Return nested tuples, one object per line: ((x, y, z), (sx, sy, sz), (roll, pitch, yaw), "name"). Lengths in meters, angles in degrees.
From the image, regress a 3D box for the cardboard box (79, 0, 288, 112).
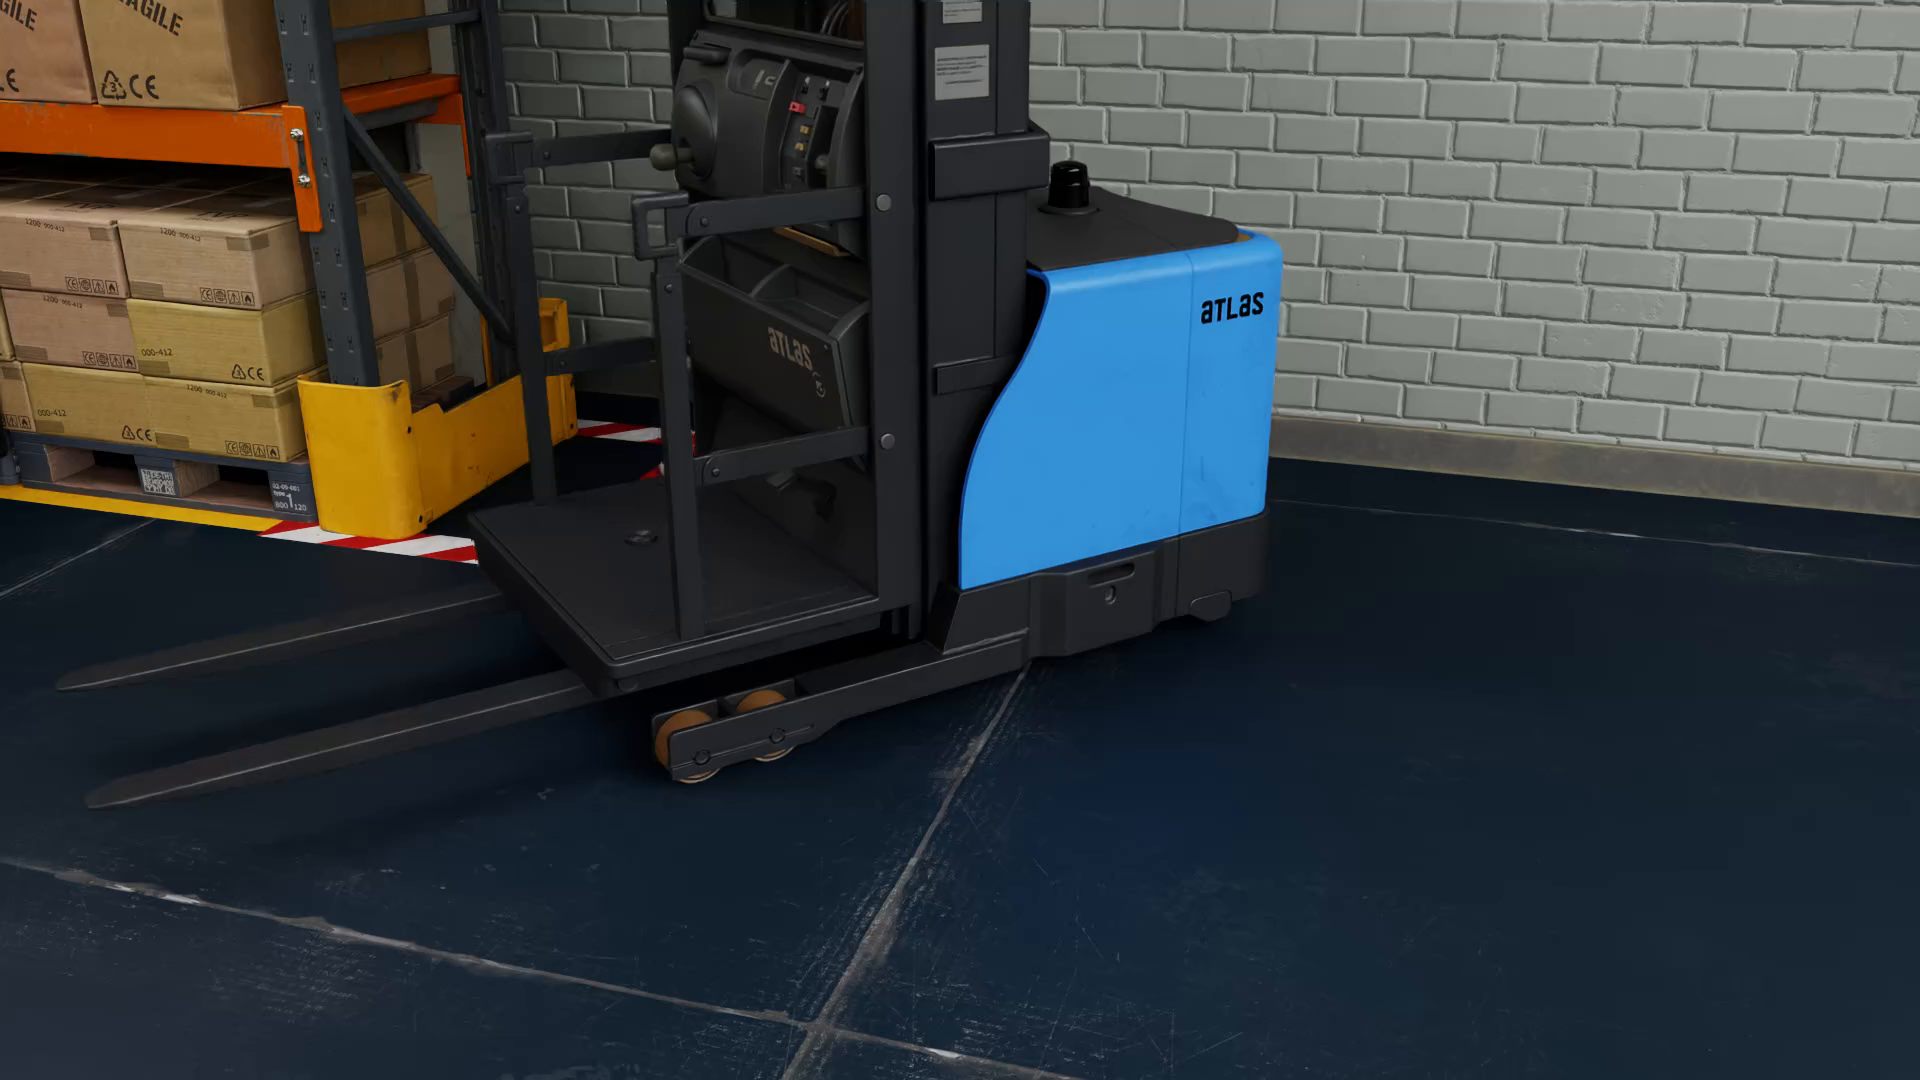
((-2.323, -1.621, 5.137), (0.500, 0.500, 0.500), (6, 23, 14), "cardboard box")

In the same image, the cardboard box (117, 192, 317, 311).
((-2.307, -0.938, 5.356), (0.500, 0.250, 0.500), (7, 23, 17), "cardboard box")

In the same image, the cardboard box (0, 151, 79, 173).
((-3.625, -1.293, 6.222), (0.500, 0.250, 0.500), (6, 23, 14), "cardboard box")

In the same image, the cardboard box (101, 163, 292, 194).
((-2.661, -1.176, 5.936), (0.500, 0.250, 0.500), (7, 23, 16), "cardboard box")

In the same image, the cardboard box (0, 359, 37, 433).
((-3.267, -0.591, 5.828), (0.500, 0.250, 0.500), (7, 23, 16), "cardboard box")

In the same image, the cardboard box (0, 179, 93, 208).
((-3.284, -1.044, 5.614), (0.500, 0.250, 0.500), (7, 23, 16), "cardboard box")

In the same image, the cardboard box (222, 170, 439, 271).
((-2.182, -1.122, 5.806), (0.500, 0.250, 0.500), (6, 23, 15), "cardboard box")

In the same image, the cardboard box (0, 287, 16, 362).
((-3.310, -0.817, 5.721), (0.500, 0.250, 0.500), (6, 23, 14), "cardboard box")

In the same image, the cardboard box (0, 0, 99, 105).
((-2.817, -1.681, 5.284), (0.500, 0.500, 0.500), (7, 23, 17), "cardboard box")

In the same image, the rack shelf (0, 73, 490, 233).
((-3.691, -1.502, 5.928), (4.000, 0.370, 1.077), (7, 23, 16), "rack shelf")

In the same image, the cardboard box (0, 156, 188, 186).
((-3.137, -1.234, 6.079), (0.500, 0.250, 0.500), (6, 23, 15), "cardboard box")

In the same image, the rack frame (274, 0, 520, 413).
((-1.776, -1.616, 5.257), (0.127, 3.000, 1.000), (7, 23, 16), "rack frame")

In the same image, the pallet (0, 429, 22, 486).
((-3.685, -0.529, 6.282), (1.213, 0.211, 1.003), (7, 23, 15), "pallet")

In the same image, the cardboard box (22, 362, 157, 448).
((-2.791, -0.533, 5.686), (0.500, 0.250, 0.500), (7, 23, 15), "cardboard box")

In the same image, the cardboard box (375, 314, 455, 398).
((-2.190, -0.663, 6.004), (0.500, 0.250, 0.500), (7, 23, 16), "cardboard box")

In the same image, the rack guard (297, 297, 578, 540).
((-1.753, -0.457, 5.725), (0.348, 0.500, 1.175), (7, 23, 16), "rack guard")

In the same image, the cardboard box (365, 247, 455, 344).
((-2.166, -0.897, 5.914), (0.500, 0.250, 0.500), (7, 23, 16), "cardboard box")

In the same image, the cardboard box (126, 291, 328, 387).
((-2.333, -0.709, 5.458), (0.500, 0.250, 0.500), (6, 23, 15), "cardboard box")

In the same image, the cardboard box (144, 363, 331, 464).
((-2.317, -0.475, 5.545), (0.500, 0.250, 0.500), (7, 23, 16), "cardboard box")

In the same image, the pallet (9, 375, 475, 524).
((-2.520, -0.395, 5.954), (1.213, 0.211, 1.003), (7, 23, 16), "pallet")

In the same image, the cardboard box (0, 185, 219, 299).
((-2.798, -0.992, 5.488), (0.500, 0.250, 0.500), (7, 23, 16), "cardboard box")

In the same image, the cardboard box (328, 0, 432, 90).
((-2.170, -1.818, 5.617), (0.500, 0.500, 0.500), (7, 23, 17), "cardboard box")

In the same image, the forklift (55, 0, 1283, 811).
((-0.651, -1.017, 3.887), (3.031, 2.935, 1.130), (-13, 26, -29), "forklift")

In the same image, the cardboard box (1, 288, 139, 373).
((-2.810, -0.768, 5.601), (0.500, 0.250, 0.500), (6, 23, 15), "cardboard box")

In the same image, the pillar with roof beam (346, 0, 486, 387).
((-3.426, -3.231, 1.290), (0.400, 9.000, 9.100), (7, 23, 16), "pillar with roof beam")
